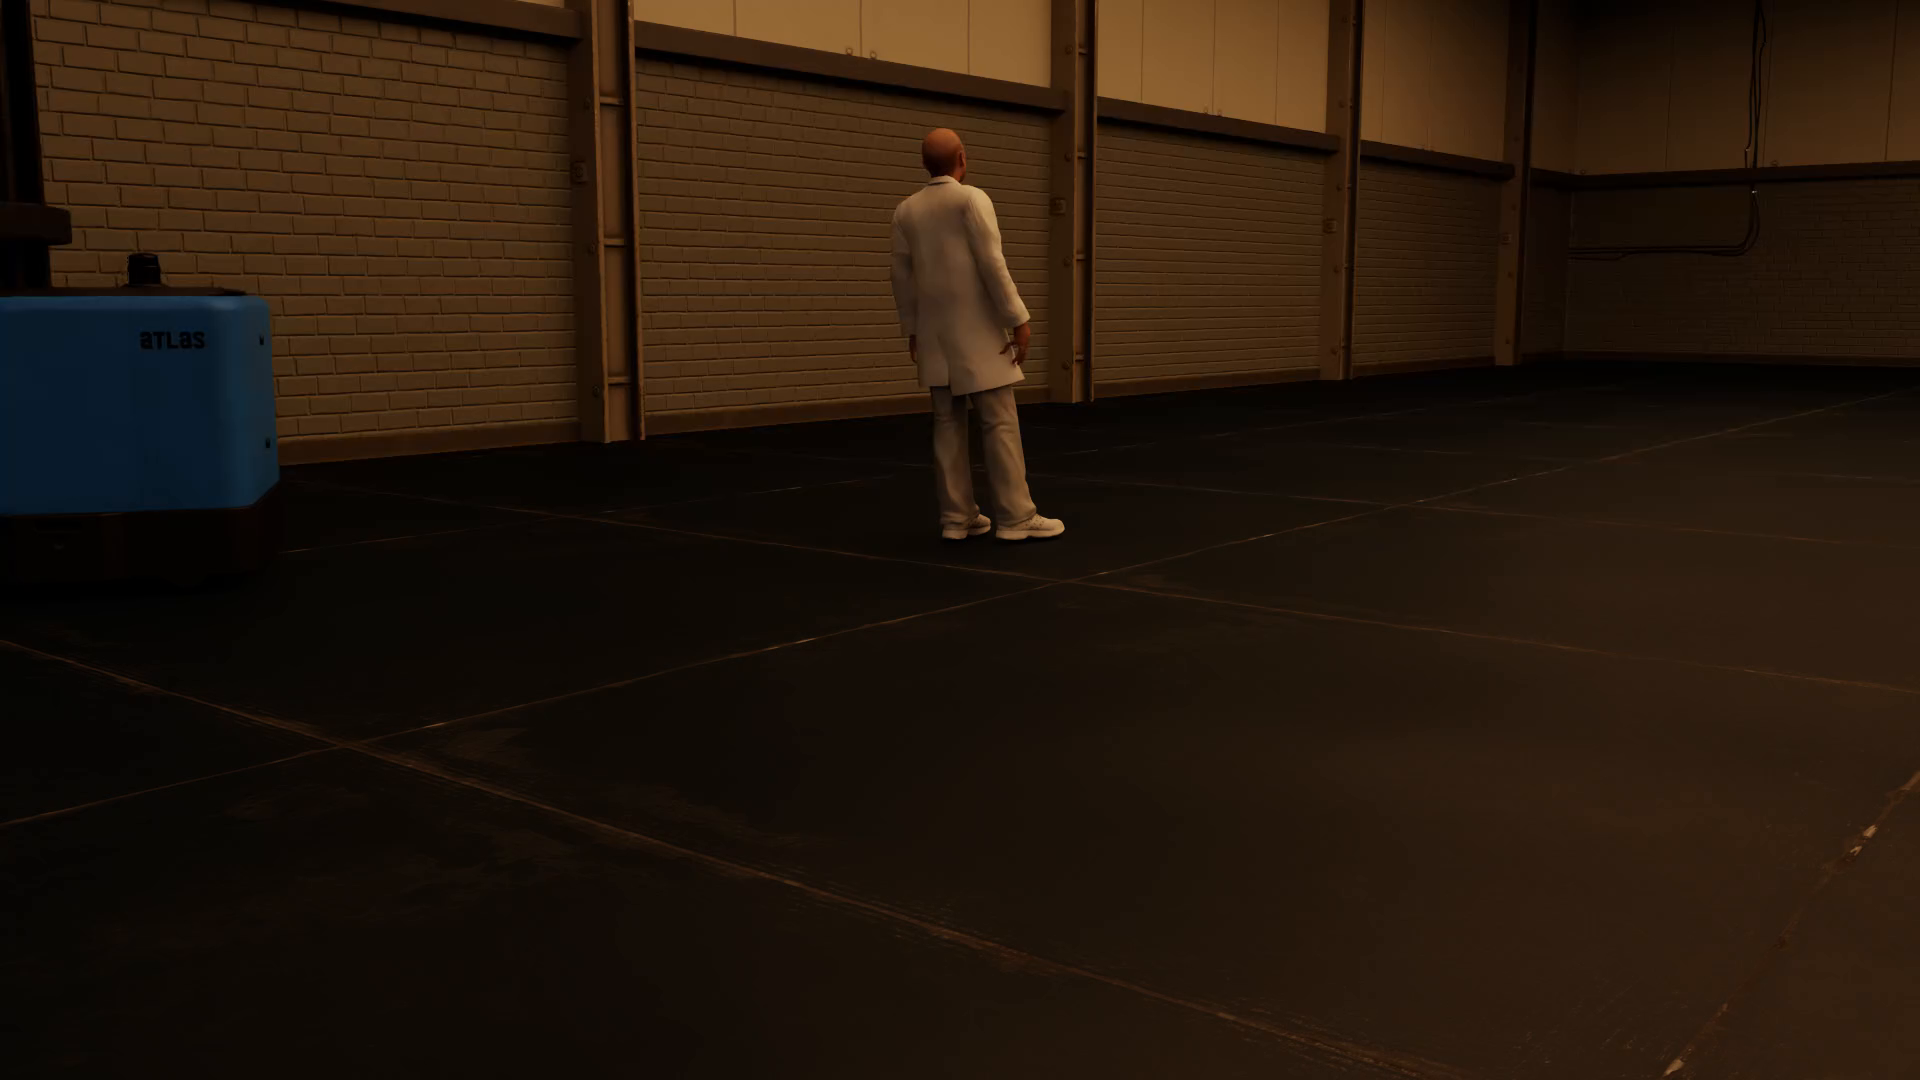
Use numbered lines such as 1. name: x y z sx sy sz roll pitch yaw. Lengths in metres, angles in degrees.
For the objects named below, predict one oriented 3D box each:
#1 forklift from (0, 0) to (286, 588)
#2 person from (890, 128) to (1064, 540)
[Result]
1. forklift: -4.172 -1.271 5.970 3.031 2.935 1.130 -2 9 -16
2. person: 0.060 -0.897 7.343 0.698 1.778 0.578 7 11 38
